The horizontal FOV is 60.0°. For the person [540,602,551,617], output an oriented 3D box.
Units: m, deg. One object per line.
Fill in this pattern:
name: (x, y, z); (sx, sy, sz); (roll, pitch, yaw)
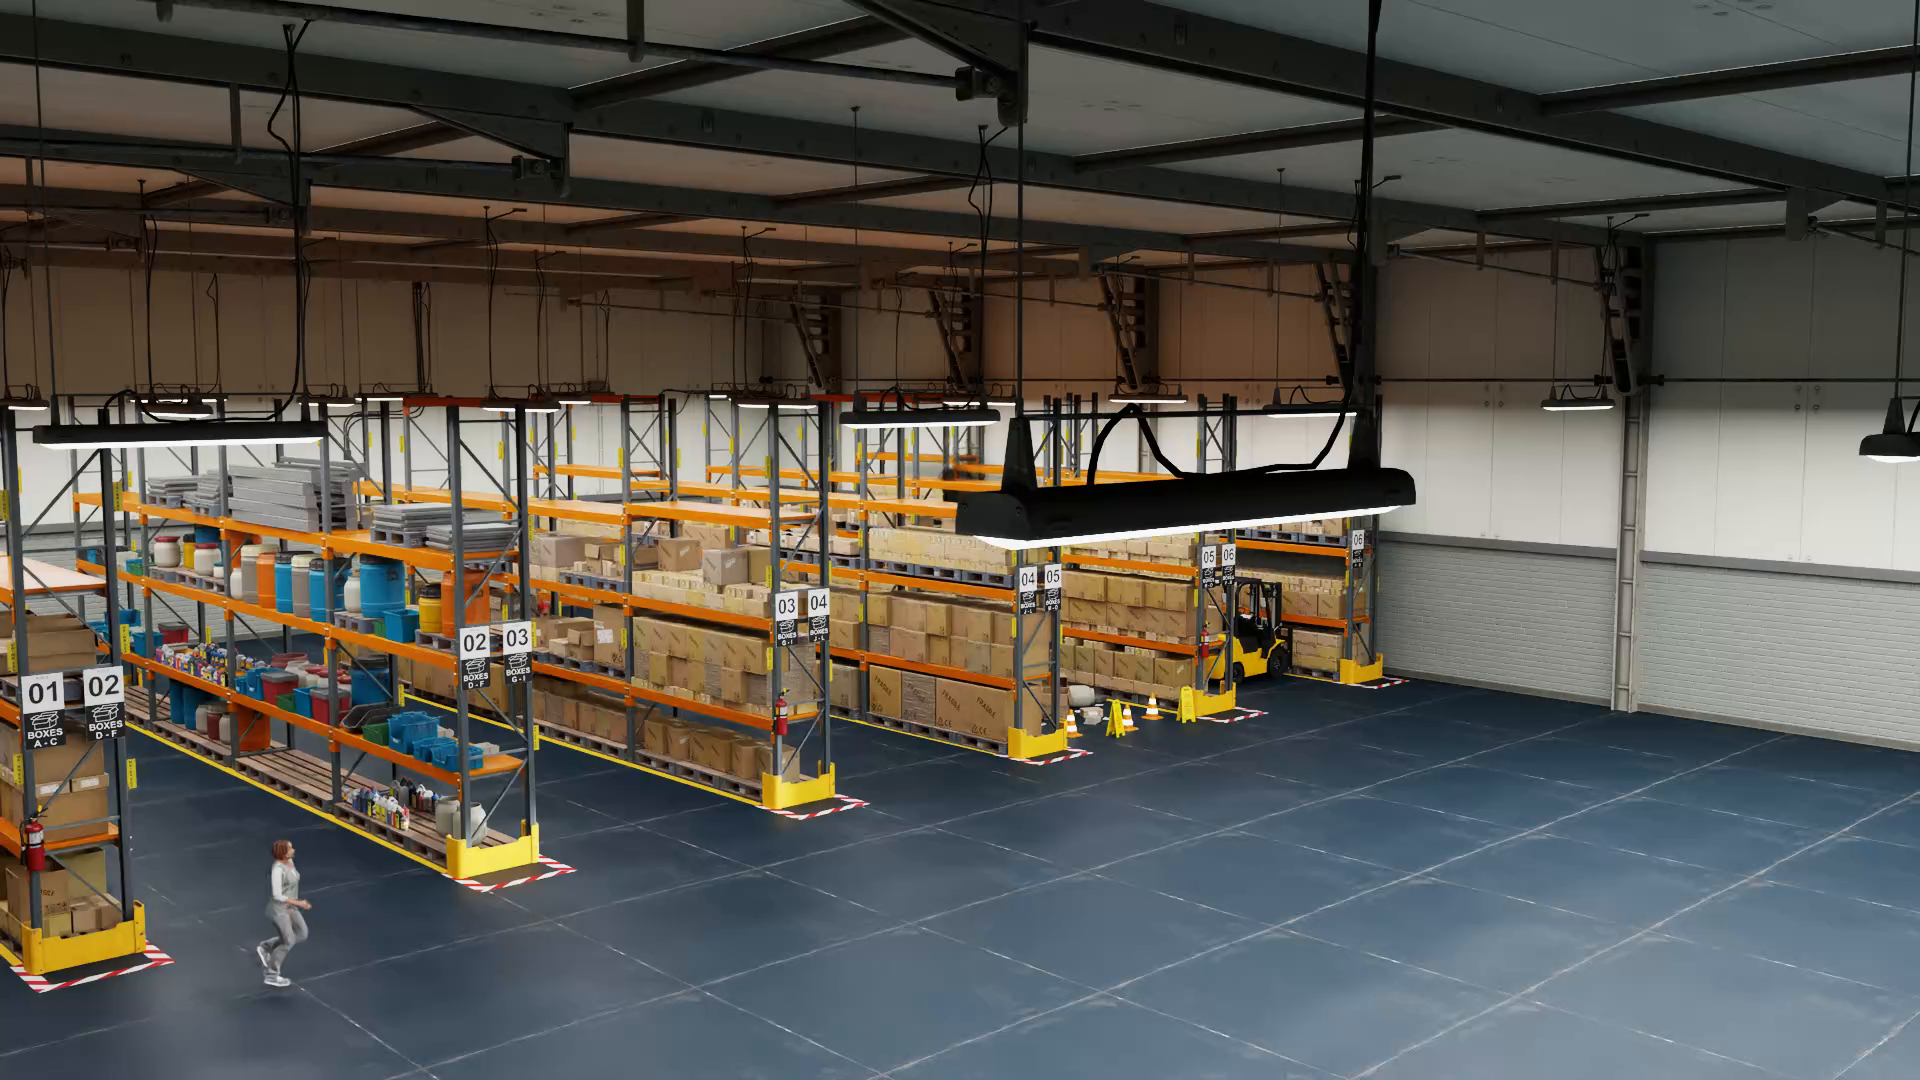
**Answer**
person: (-8.383, 2.158, 33.698); (0.920, 1.809, 0.648); (5, 8, 43)

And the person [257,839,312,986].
person: (-7.075, 3.884, 17.415); (0.603, 1.559, 0.566); (-1, 6, -6)

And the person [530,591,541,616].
person: (-9.703, 1.924, 37.347); (0.581, 1.669, 0.719); (-3, 6, -32)
